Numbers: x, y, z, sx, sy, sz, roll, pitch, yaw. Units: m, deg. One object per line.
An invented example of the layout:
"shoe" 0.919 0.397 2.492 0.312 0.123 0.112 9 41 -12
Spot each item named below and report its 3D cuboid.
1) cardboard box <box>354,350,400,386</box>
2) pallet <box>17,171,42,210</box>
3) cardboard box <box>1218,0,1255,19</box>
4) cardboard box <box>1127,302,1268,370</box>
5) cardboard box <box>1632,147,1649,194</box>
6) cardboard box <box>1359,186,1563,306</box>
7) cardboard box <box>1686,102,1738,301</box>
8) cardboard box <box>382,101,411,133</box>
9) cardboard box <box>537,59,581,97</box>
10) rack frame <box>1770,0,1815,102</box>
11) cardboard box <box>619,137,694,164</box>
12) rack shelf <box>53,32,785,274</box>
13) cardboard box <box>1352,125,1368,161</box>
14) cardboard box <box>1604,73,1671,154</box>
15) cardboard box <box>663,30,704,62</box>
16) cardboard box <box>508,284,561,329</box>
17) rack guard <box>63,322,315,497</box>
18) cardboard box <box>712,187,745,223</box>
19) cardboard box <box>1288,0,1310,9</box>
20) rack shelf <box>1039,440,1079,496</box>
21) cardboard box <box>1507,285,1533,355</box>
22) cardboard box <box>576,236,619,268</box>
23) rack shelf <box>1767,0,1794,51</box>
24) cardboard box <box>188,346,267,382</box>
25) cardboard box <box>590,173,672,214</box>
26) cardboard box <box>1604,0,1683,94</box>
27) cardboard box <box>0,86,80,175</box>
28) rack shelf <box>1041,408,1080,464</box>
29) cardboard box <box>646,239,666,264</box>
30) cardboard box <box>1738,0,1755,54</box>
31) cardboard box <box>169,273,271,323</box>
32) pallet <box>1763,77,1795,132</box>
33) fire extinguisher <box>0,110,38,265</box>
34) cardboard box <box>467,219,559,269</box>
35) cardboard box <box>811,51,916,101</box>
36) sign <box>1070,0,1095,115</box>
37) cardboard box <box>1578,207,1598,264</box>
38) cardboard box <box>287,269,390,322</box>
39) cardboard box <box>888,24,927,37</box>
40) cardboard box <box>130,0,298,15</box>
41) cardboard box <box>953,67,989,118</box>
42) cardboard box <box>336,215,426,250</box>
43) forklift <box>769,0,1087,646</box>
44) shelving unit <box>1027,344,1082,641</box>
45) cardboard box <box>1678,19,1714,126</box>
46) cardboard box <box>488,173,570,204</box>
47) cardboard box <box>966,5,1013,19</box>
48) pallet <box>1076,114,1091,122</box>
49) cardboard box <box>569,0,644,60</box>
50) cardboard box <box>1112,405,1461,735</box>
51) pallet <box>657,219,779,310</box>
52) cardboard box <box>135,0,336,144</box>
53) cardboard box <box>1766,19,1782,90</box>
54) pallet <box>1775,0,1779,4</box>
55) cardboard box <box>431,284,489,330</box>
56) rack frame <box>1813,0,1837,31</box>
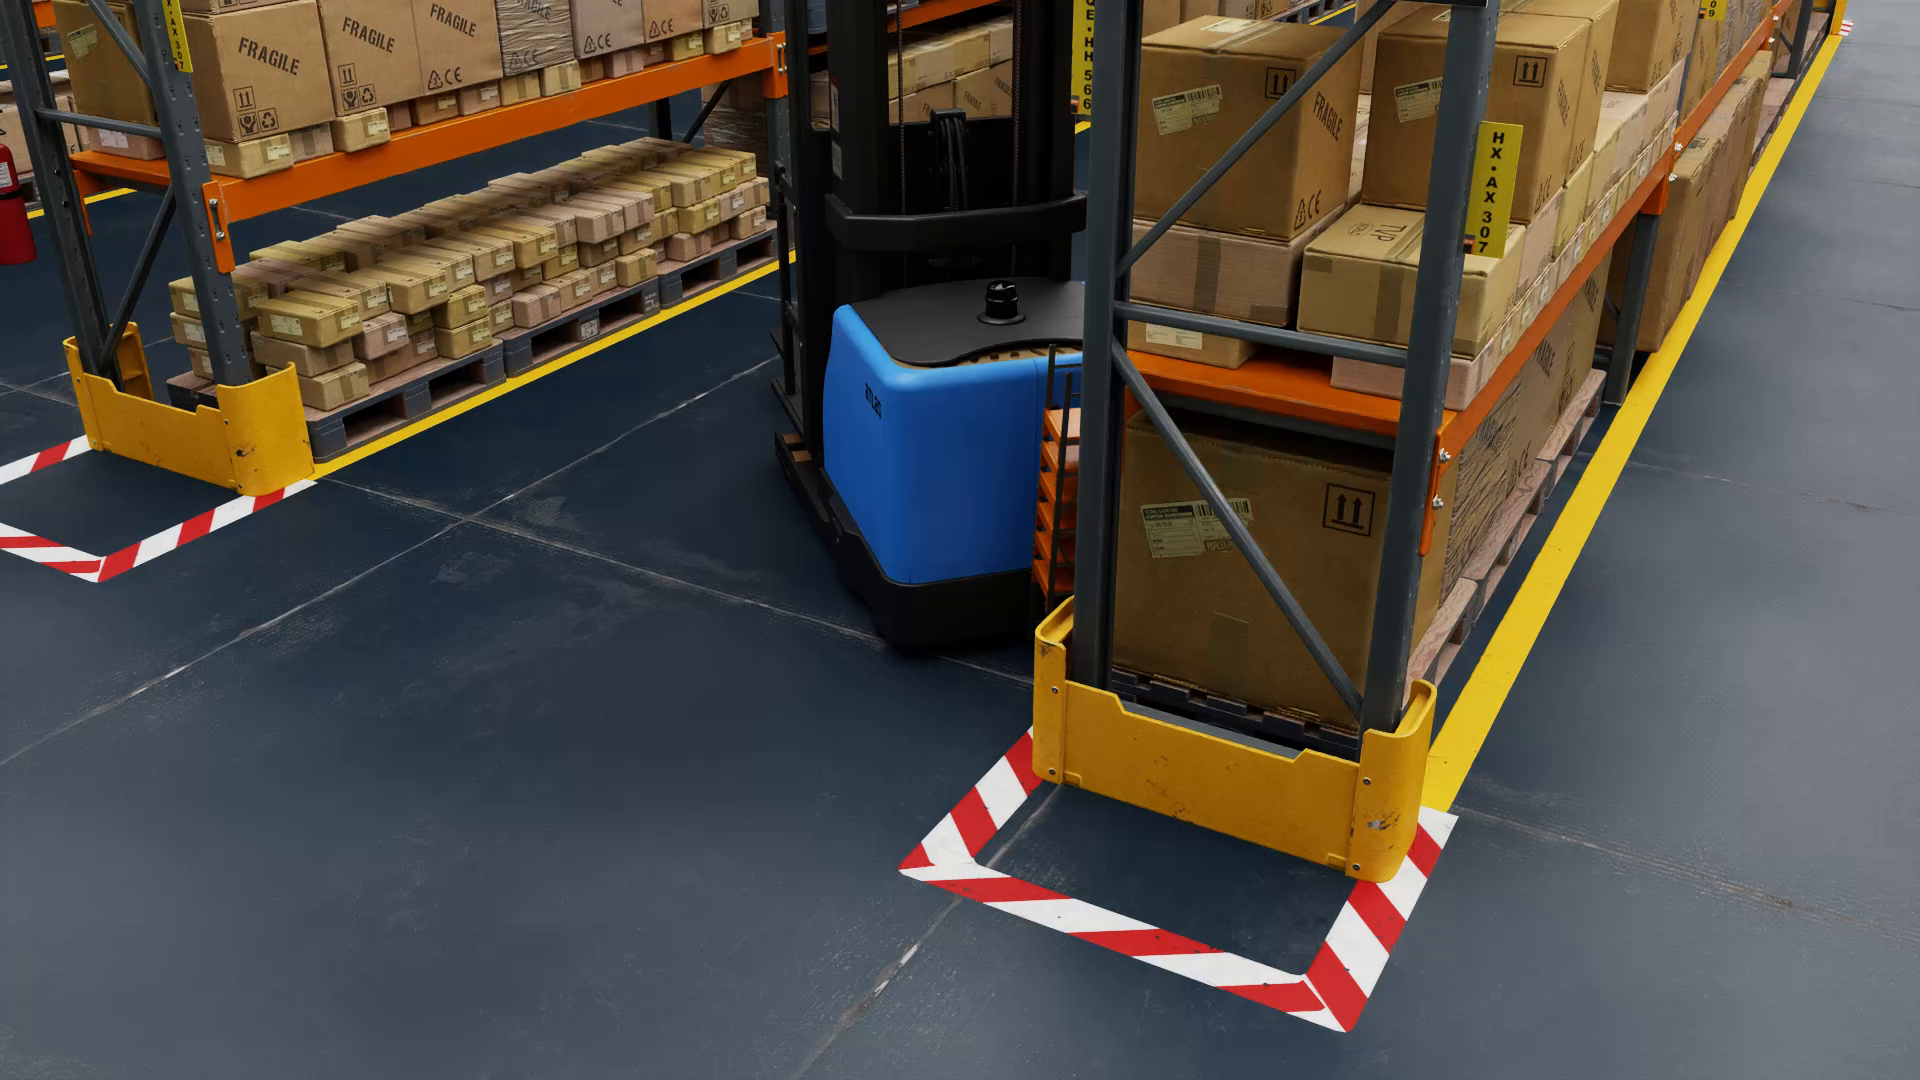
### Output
"cardboard box" -2.864 -0.847 7.807 0.380 0.149 0.250 14 30 26
"pallet" -6.891 -2.287 11.082 1.003 0.211 1.213 14 30 26
"cardboard box" 2.219 -5.277 15.985 1.050 0.750 0.750 14 30 26
"cardboard box" 0.699 -0.648 4.974 0.380 0.149 0.250 15 30 27
"cardboard box" 2.534 -1.504 6.684 0.380 0.149 0.250 15 30 27
"cardboard box" 1.532 -0.947 5.125 0.500 0.250 0.500 14 30 25
"cardboard box" 3.515 -1.948 9.194 1.225 0.875 0.875 13 29 24
"cardboard box" -2.737 -1.955 7.585 0.380 0.149 0.250 16 31 28
"cardboard box" -2.133 -2.339 8.352 0.380 0.149 0.250 15 30 27
"rack frame" 6.714 -5.226 13.838 1.000 3.000 0.127 14 30 26
"cardboard box" -1.840 -2.330 10.104 0.380 0.149 0.250 16 31 28
"rack shelf" -2.474 -2.138 8.474 1.077 0.370 4.000 14 30 26
"cardboard box" 1.318 -1.258 5.748 0.500 0.250 0.500 13 29 24
"cardboard box" 2.537 -1.742 6.714 0.500 0.250 0.500 15 30 28
"cardboard box" -1.642 -2.749 9.171 0.380 0.149 0.250 15 30 28
"cardboard box" -2.286 -1.219 8.551 0.380 0.149 0.250 13 29 24
"rack guard" -3.420 -0.592 7.375 1.175 0.500 0.348 14 30 26
"cardboard box" -1.490 -1.984 9.747 0.380 0.149 0.250 13 29 24
"cardboard box" 3.256 -6.177 17.642 0.875 0.875 0.875 14 30 26
"rack shelf" 0.408 -0.250 5.458 0.258 0.103 0.180 -6 36 -12
"cardboard box" 1.523 -0.702 5.083 0.380 0.149 0.250 13 30 25
"cardboard box" -2.073 -1.596 8.971 0.380 0.149 0.250 13 29 24
"rack shelf" 5.730 -4.124 12.442 1.077 0.370 4.000 14 30 26
"cardboard box" -3.380 -0.845 7.802 0.380 0.149 0.250 15 30 27
"cardboard box" -1.841 -1.932 9.309 0.380 0.149 0.250 15 30 28
"cardboard box" 2.535 -2.077 6.545 0.500 0.500 0.500 15 30 27
"cardboard box" -6.691 -2.762 11.310 0.875 0.438 0.875 13 29 25
"rack shelf" 0.413 -0.348 5.389 0.258 0.103 0.180 -6 36 -12
"cardboard box" -1.896 -1.649 9.408 0.380 0.149 0.250 13 30 25
"cardboard box" 4.216 -3.068 9.417 0.500 0.500 0.500 13 29 24
"cardboard box" -3.418 -1.122 7.691 0.380 0.149 0.250 15 30 27
"pallet" 6.332 -3.675 13.855 1.003 0.211 1.213 14 30 26
"fire extinguisher" -3.983 -1.483 6.864 0.296 0.674 0.183 14 30 26
"cardboard box" -2.274 -1.506 8.459 0.380 0.149 0.250 15 30 27
"cardboard box" -0.637 -3.083 11.043 0.500 0.250 0.500 15 30 27
"sign" 0.345 -1.298 4.433 0.100 0.325 0.005 14 30 26
"cardboard box" 2.028 -1.102 5.881 0.380 0.149 0.250 13 30 25
"cardboard box" -2.873 -1.123 7.693 0.380 0.149 0.250 15 30 27
"cardboard box" -0.576 -3.601 12.077 0.500 0.250 0.500 14 30 26
"cardboard box" -3.006 -2.422 6.676 0.500 0.500 0.500 14 30 26
"cardboard box" -0.123 -3.143 12.001 0.500 0.500 0.500 13 29 24
"cardboard box" -2.961 -1.540 8.526 0.380 0.149 0.250 15 30 28
"forklift" -0.185 -1.578 6.628 1.130 2.935 3.031 -8 28 -15
"shelving unit" 0.402 -0.090 5.570 0.258 1.200 0.189 -6 36 -12
"cardboard box" 3.223 -2.277 7.835 0.500 0.500 0.500 14 30 26
"cardboard box" -2.413 -1.938 9.322 0.380 0.149 0.250 15 30 27
"cardboard box" 0.370 -3.879 12.634 0.500 0.250 0.500 13 30 25
"pallet" 0.931 -3.842 14.189 1.003 0.211 1.213 14 30 26
"cardboard box" -1.984 -2.771 8.490 0.500 0.500 0.500 14 30 26
"cardboard box" 1.056 -0.054 5.411 0.875 0.875 0.875 14 30 26
"pallet" -1.790 -1.723 9.956 1.003 0.211 1.213 14 30 26
"cardboard box" -2.996 -1.972 6.895 0.500 0.500 0.500 16 31 28
"cardboard box" 6.393 -4.070 13.830 0.700 0.500 0.500 12 29 22
"pallet" 5.004 -3.882 11.368 1.213 0.211 1.003 14 30 26
"cardboard box" -2.529 -1.159 8.099 0.380 0.149 0.250 15 30 28
"rack frame" 8.682 -6.784 16.952 1.000 3.000 0.127 14 30 26
